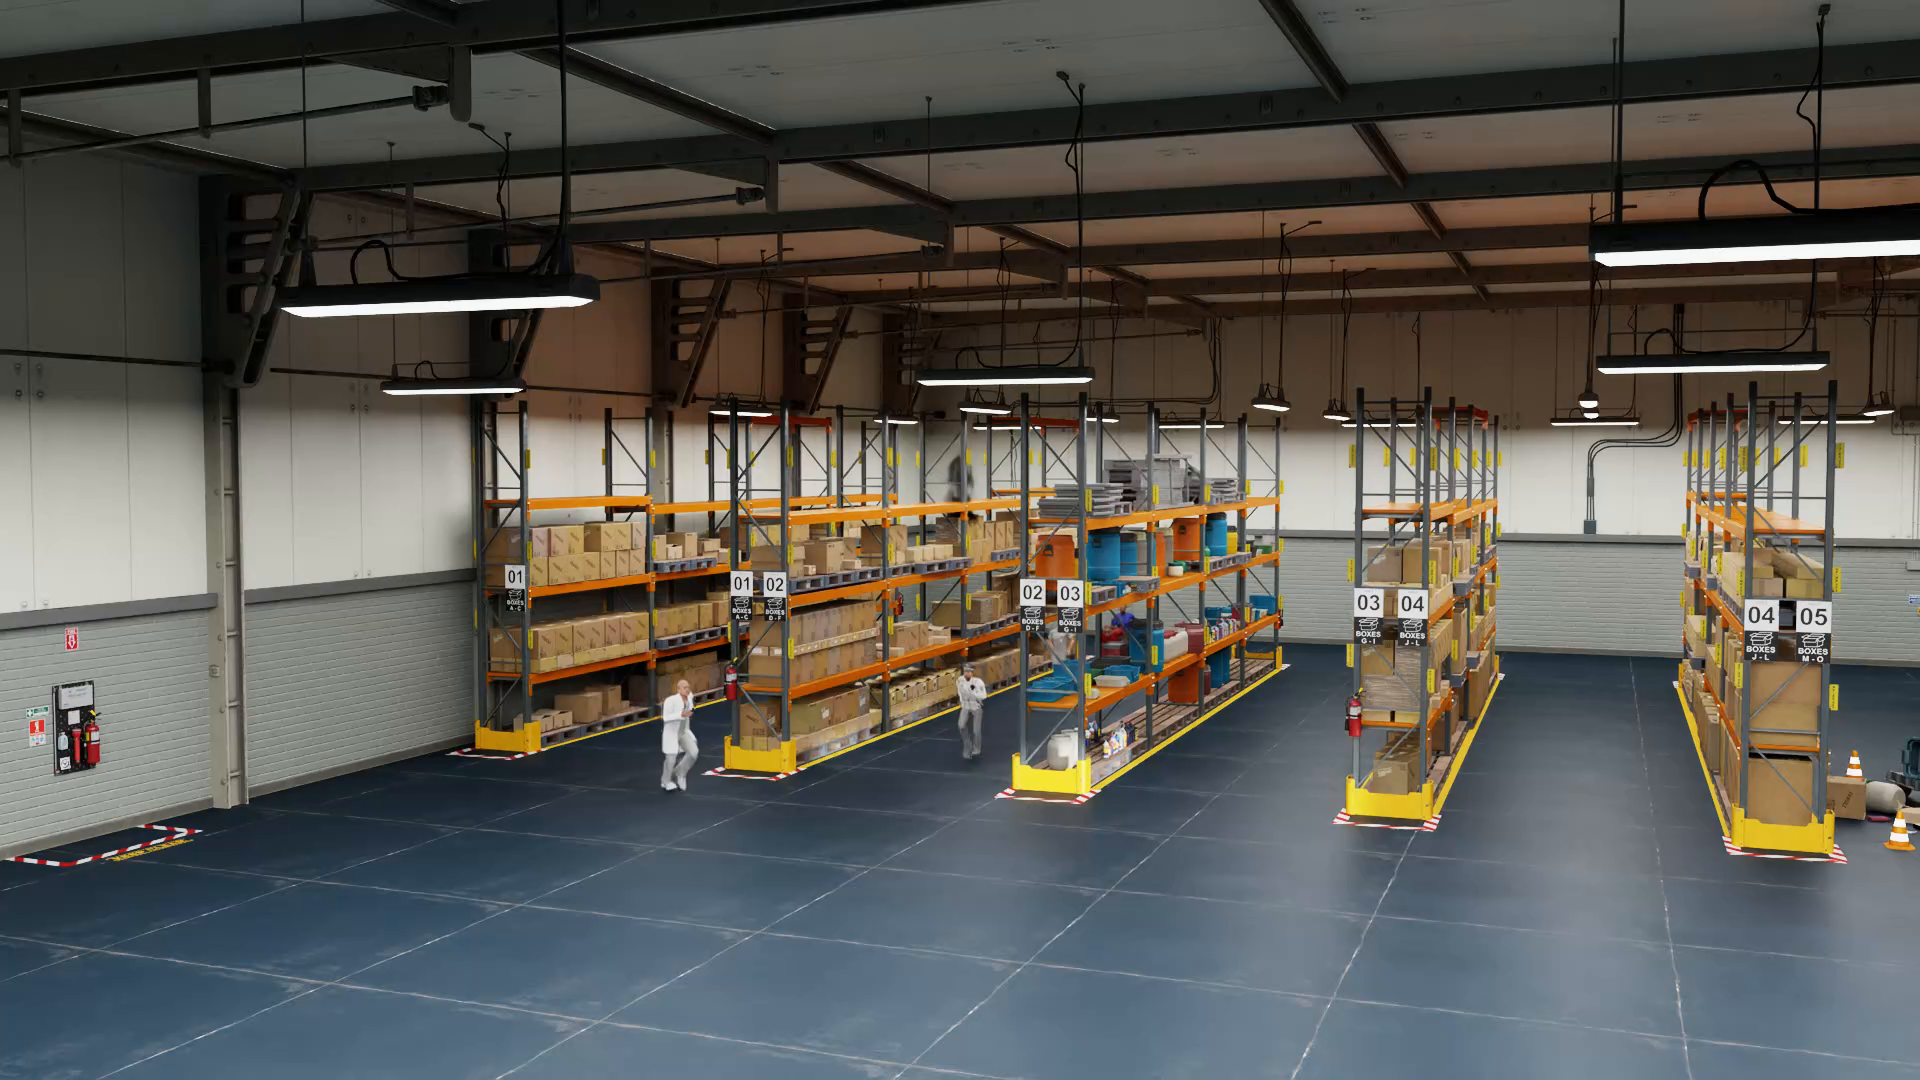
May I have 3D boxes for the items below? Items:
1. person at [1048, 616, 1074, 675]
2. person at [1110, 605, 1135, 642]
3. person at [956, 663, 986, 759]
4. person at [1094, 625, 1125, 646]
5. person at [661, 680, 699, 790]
[{"bbox_3d":[2.130,2.454,35.677,0.559,1.631,0.556,1,3,23],"label":"person"},{"bbox_3d":[3.795,2.313,38.649,0.600,1.681,0.918,0,3,8],"label":"person"},{"bbox_3d":[0.184,2.822,27.656,0.600,1.616,0.862,1,3,15],"label":"person"},{"bbox_3d":[3.247,2.543,36.061,0.665,1.479,1.091,0,3,6],"label":"person"},{"bbox_3d":[-4.193,2.916,24.811,0.680,1.703,0.934,-2,4,-41],"label":"person"}]
